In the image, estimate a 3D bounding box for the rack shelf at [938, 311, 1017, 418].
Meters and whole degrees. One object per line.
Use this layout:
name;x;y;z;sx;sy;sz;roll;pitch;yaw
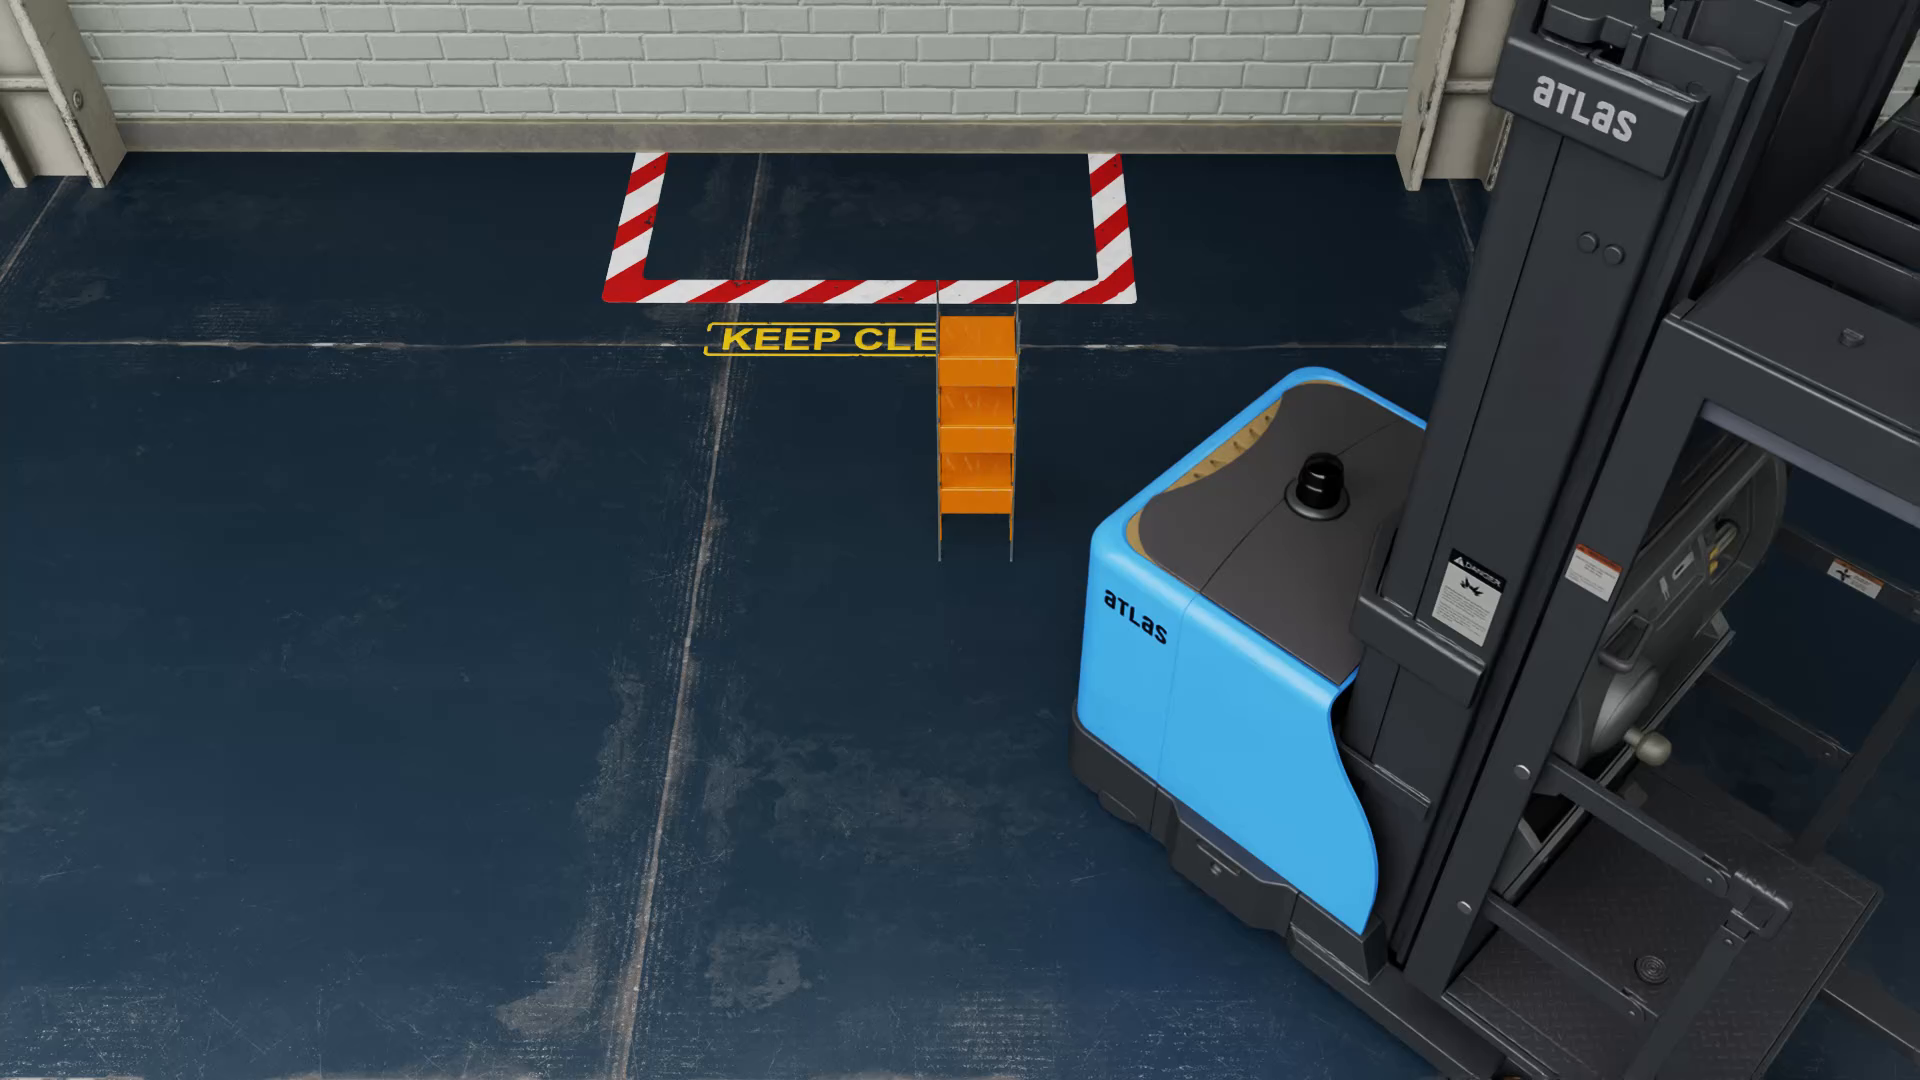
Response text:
rack shelf;0.054;-0.544;5.166;0.240;0.259;0.215;0;47;0

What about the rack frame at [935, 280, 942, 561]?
rack frame;-0.068;-0.358;5.366;0.008;1.050;0.200;0;47;0

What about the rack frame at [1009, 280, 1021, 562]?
rack frame;0.176;-0.357;5.365;0.008;1.050;0.200;0;47;0

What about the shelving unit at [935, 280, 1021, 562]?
shelving unit;0.054;-0.358;5.366;0.252;1.050;0.215;0;47;0

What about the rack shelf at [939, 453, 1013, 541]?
rack shelf;0.054;-0.161;5.577;0.240;0.259;0.215;0;47;0

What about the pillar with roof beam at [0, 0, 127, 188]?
pillar with roof beam;-3.896;-1.546;1.042;0.400;9.000;9.100;0;47;0

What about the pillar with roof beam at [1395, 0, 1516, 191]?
pillar with roof beam;2.104;-1.530;1.026;0.400;9.000;9.100;0;47;0

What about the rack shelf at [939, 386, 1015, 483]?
rack shelf;0.054;-0.350;5.373;0.240;0.259;0.215;0;47;0

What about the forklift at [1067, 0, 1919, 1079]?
forklift;1.732;0.214;3.548;3.031;2.935;1.130;35;56;28
